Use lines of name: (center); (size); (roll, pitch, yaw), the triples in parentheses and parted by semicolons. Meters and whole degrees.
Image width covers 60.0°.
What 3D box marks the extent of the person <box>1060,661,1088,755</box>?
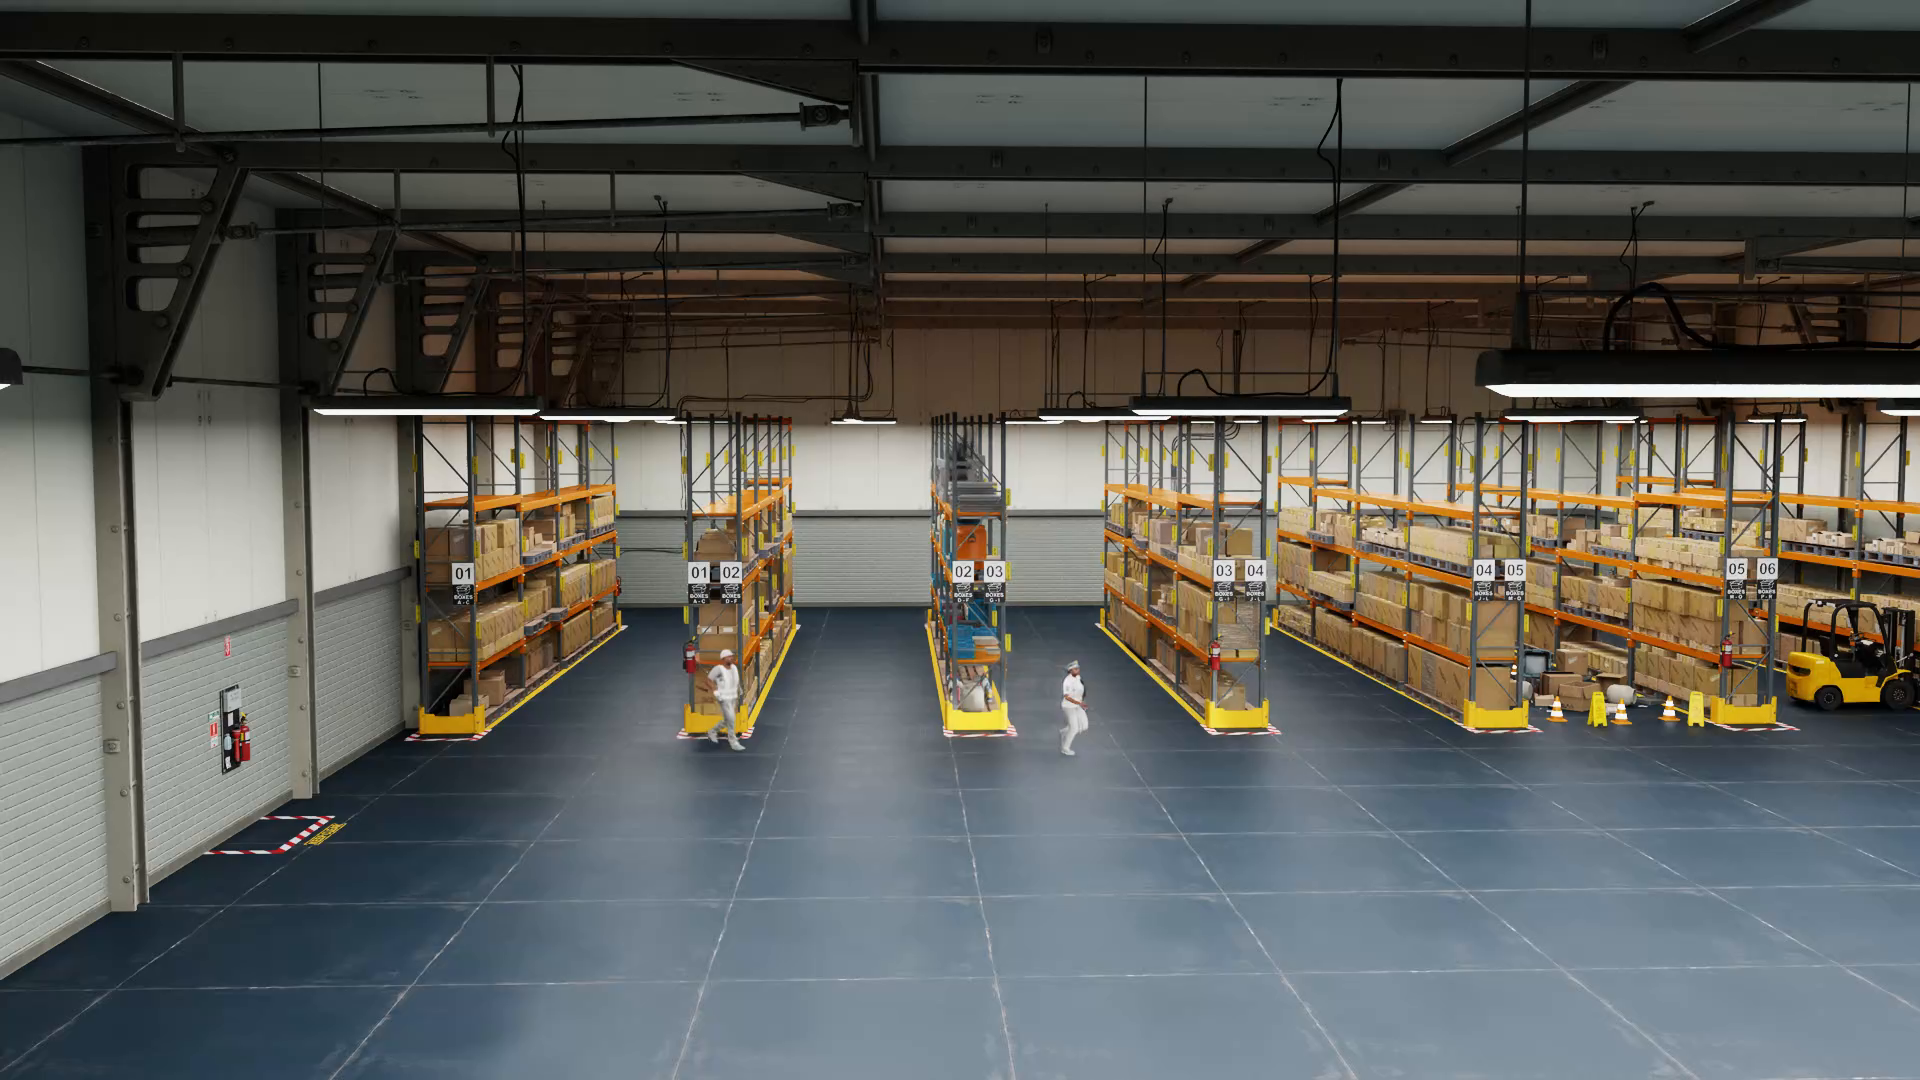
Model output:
person: (2.017, 2.923, 29.073); (0.599, 1.660, 0.595); (3, 5, 36)

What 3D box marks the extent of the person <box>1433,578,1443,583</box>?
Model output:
person: (14.187, 1.506, 49.365); (0.746, 1.736, 0.716); (2, 4, 22)

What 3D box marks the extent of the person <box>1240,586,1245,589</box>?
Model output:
person: (7.757, 1.673, 47.729); (0.866, 1.536, 0.589); (-4, 5, -44)

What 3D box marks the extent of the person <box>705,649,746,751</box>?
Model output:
person: (-4.159, 2.822, 29.547); (0.908, 1.771, 0.689); (2, 5, 31)
